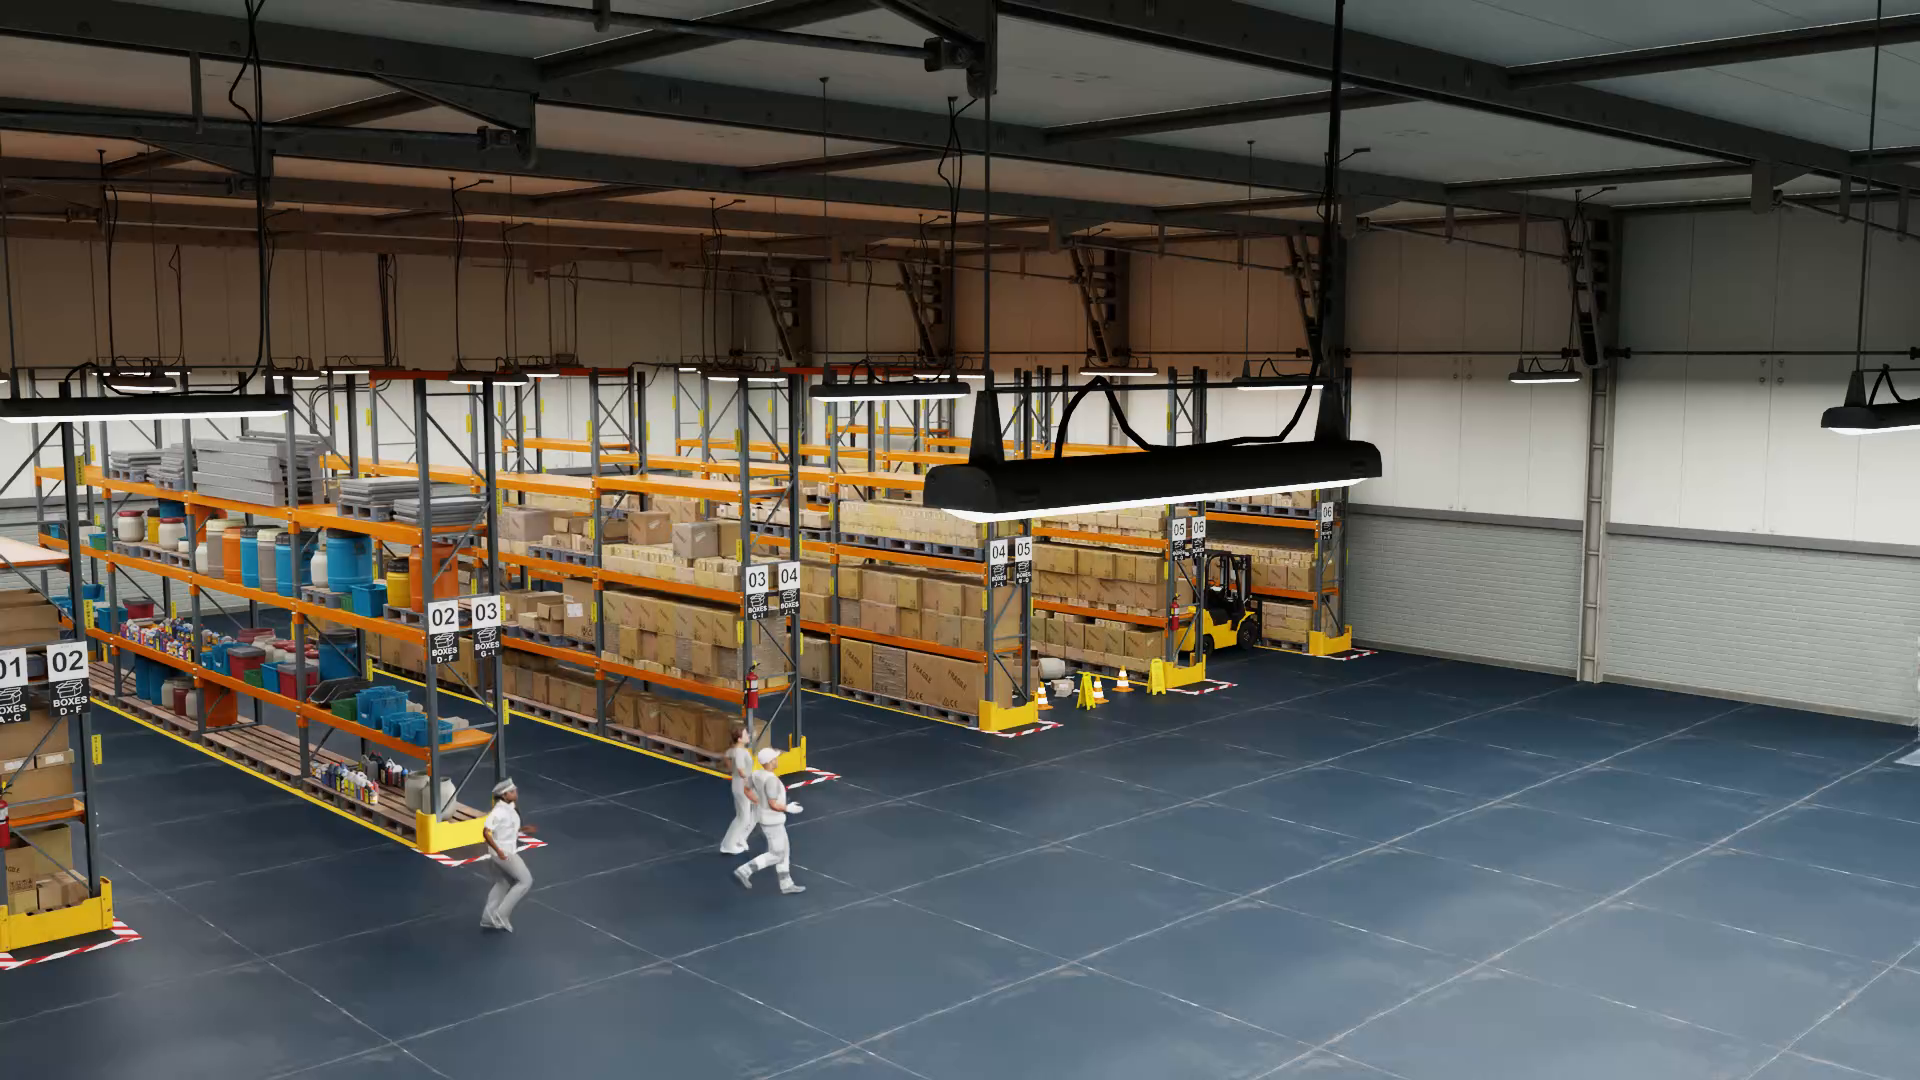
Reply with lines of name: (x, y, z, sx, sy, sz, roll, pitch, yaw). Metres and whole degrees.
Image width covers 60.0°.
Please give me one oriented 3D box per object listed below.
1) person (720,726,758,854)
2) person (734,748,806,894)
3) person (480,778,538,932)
person: (-2.743, 3.145, 21.031, 0.600, 1.623, 0.569, -1, 7, -10)
person: (-2.225, 3.277, 19.307, 0.888, 1.769, 0.655, -3, 7, -25)
person: (-4.960, 3.444, 18.283, 0.644, 1.696, 0.552, -2, 7, -16)
